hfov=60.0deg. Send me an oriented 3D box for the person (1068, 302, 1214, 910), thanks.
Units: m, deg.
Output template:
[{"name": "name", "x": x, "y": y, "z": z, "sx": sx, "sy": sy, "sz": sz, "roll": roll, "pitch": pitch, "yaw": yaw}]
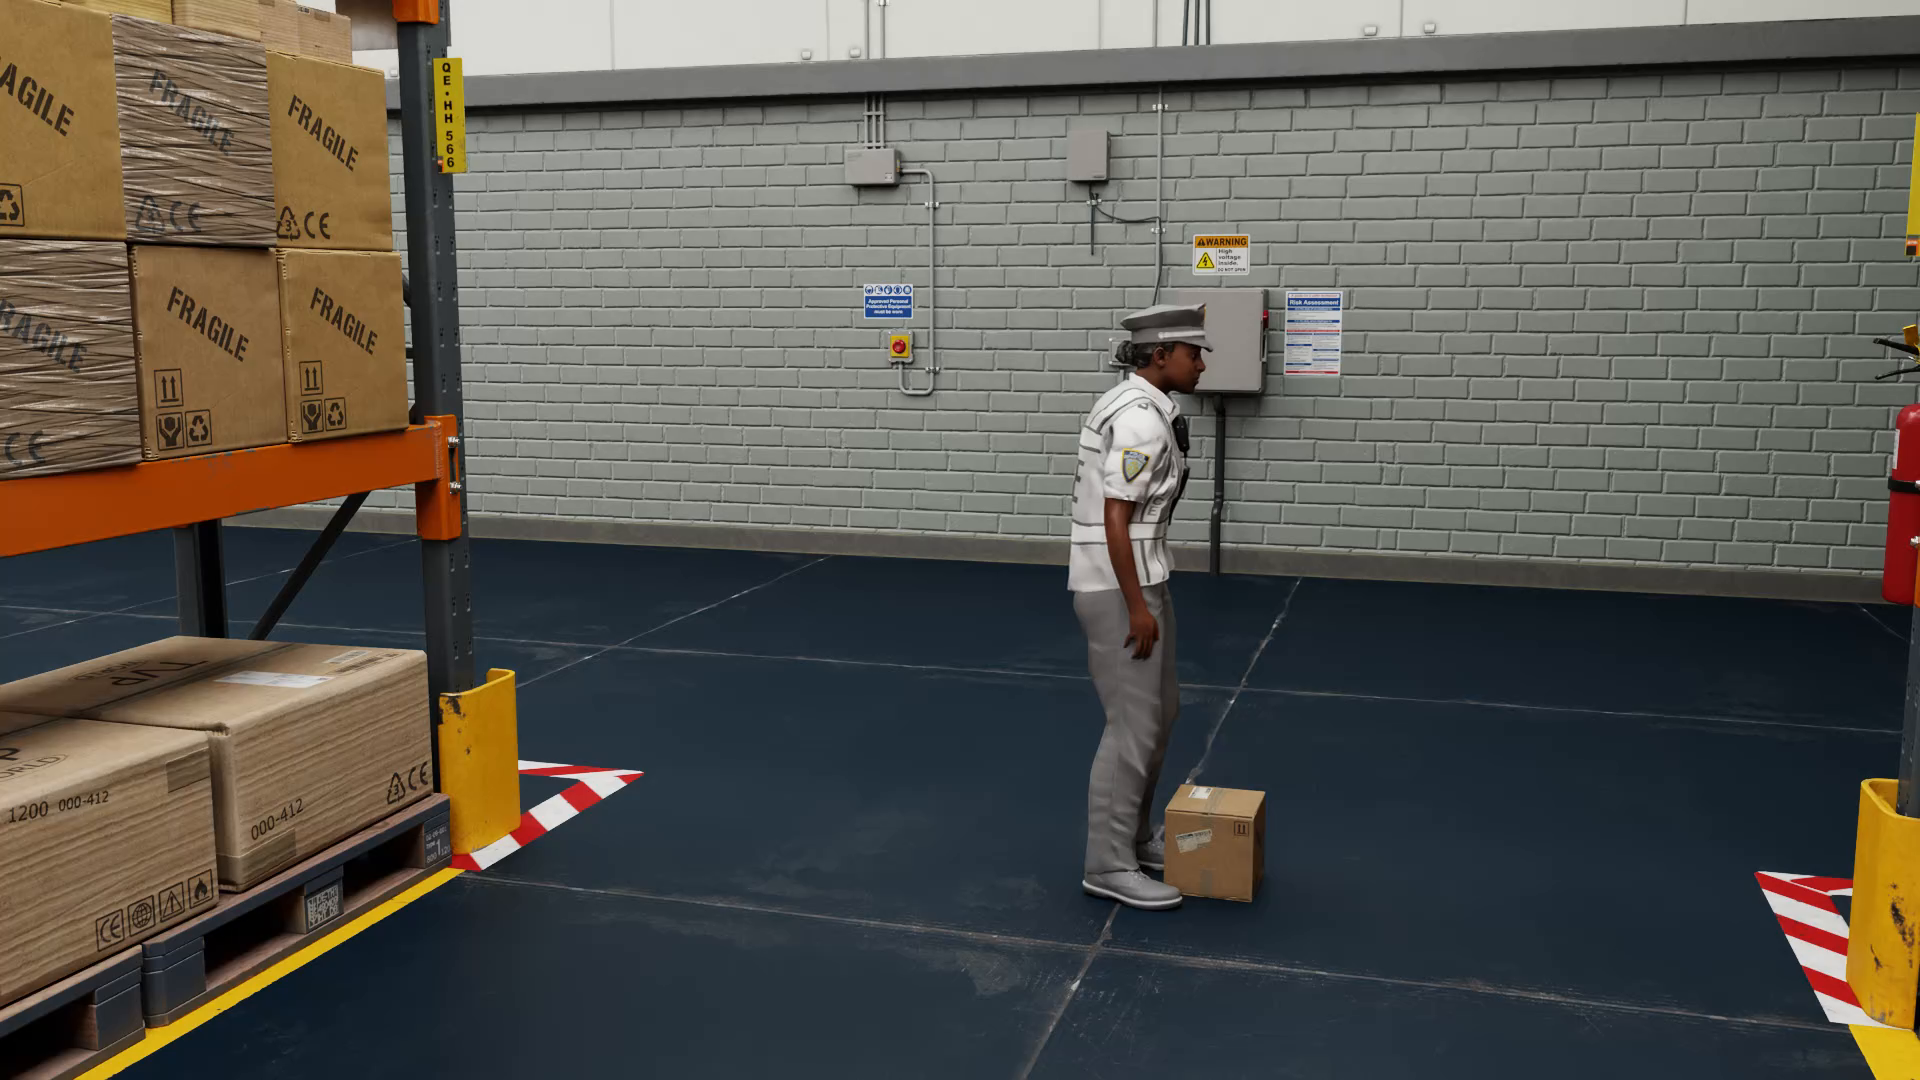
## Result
[{"name": "person", "x": 0.506, "y": 0.162, "z": 4.737, "sx": 0.395, "sy": 1.662, "sz": 0.532, "roll": 2, "pitch": 9, "yaw": 13}]
